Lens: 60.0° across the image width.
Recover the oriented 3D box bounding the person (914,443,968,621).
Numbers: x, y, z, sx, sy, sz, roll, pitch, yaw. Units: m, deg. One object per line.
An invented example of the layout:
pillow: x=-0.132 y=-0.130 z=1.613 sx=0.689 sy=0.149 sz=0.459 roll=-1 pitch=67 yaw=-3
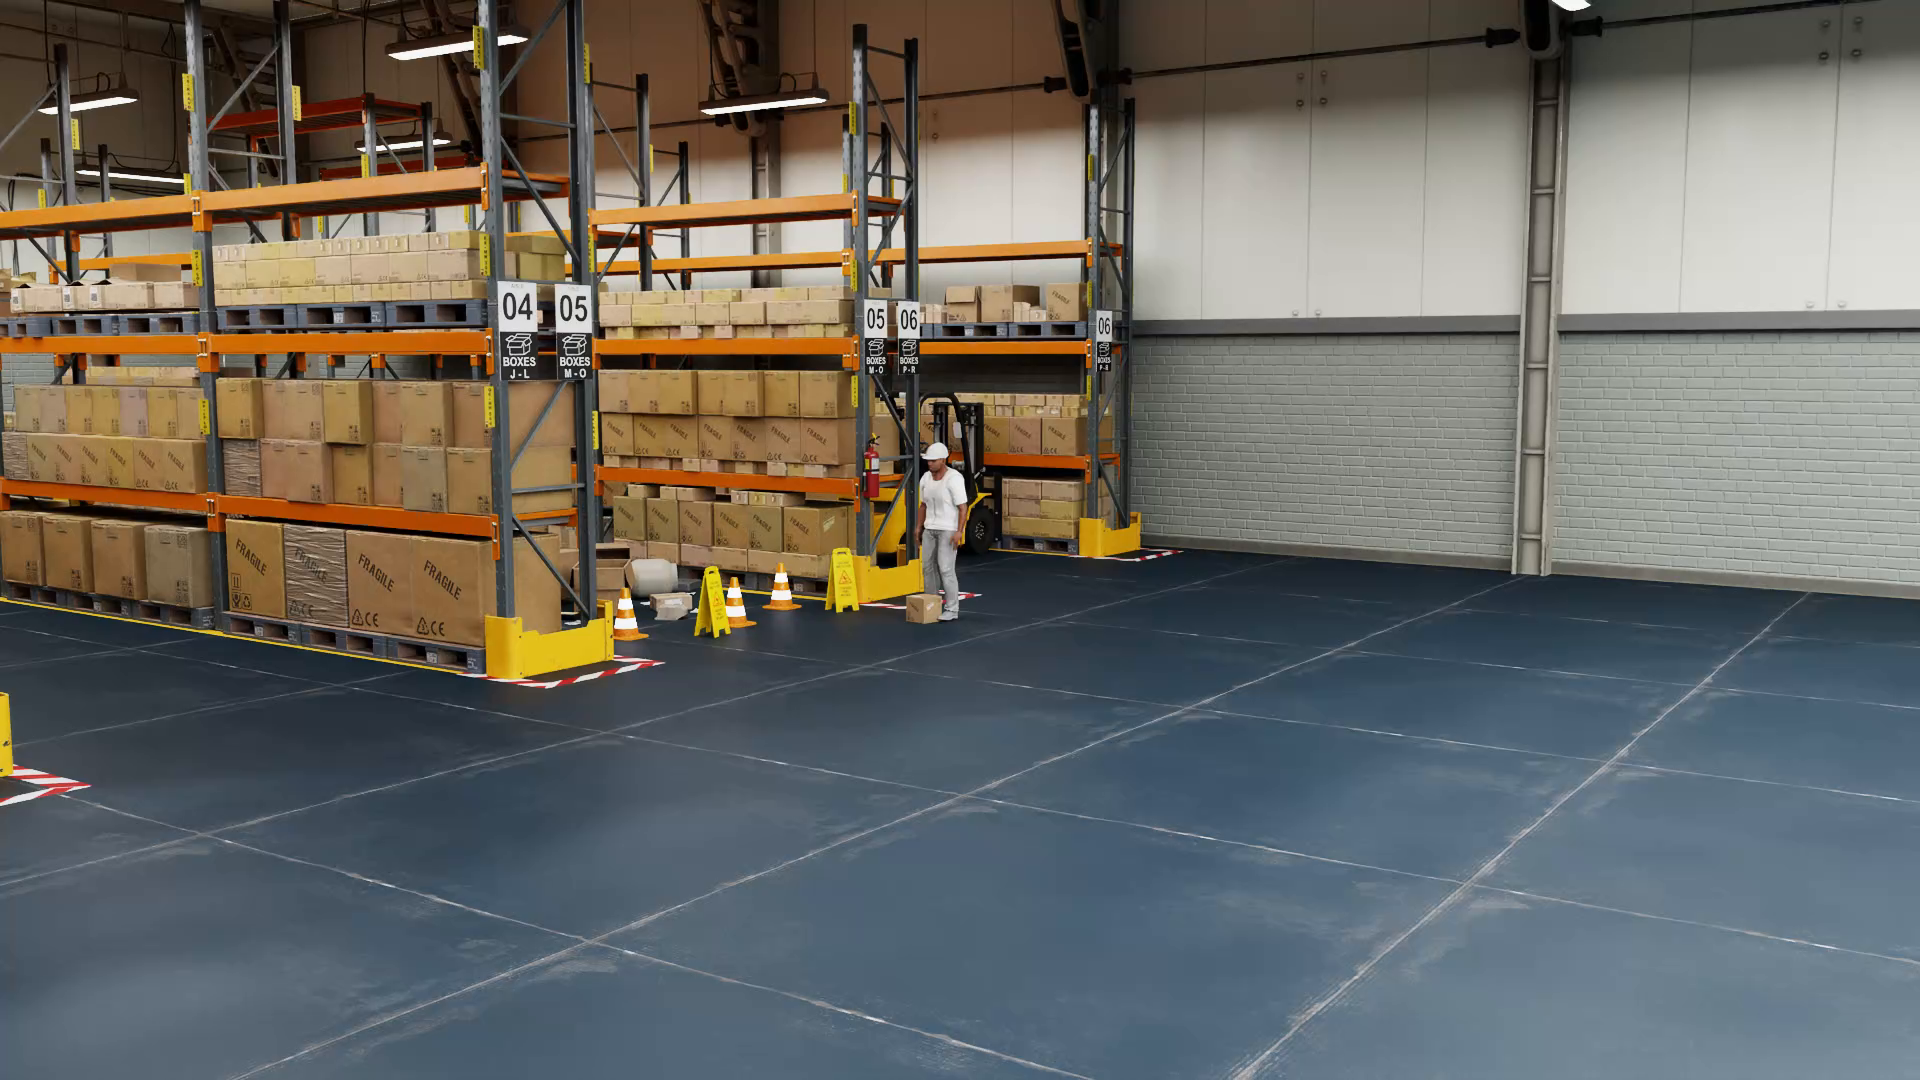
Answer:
person: x=-0.204 y=-0.090 z=16.521 sx=0.629 sy=1.761 sz=0.457 roll=6 pitch=9 yaw=43
